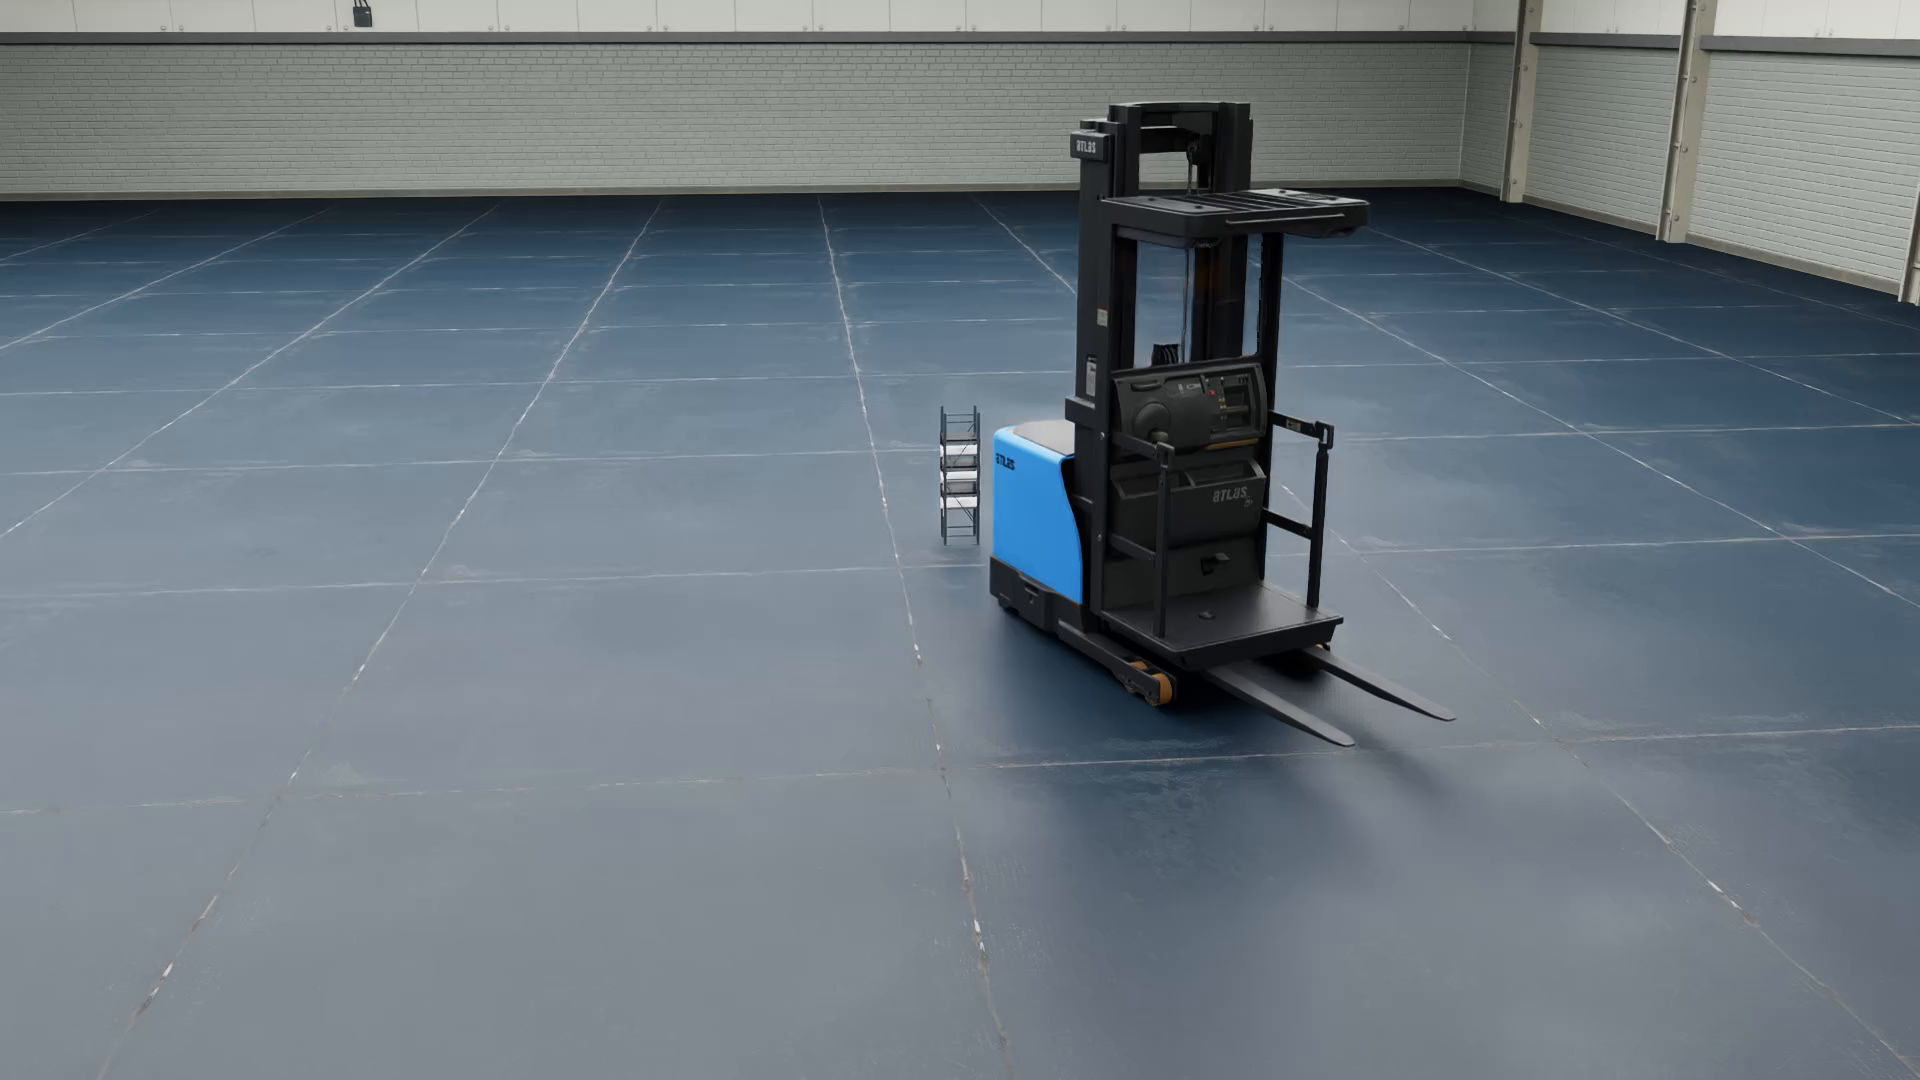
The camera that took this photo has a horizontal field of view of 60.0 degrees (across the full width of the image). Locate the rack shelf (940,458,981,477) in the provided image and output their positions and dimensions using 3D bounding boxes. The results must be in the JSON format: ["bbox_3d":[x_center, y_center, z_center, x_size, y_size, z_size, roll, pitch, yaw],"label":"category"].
[{"bbox_3d":[0.001,-0.481,11.018,0.258,0.077,0.200,-2,18,-6],"label":"rack shelf"}]

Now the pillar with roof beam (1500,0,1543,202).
[{"bbox_3d":[6.279,-10.646,30.065,9.100,9.000,0.400,-2,18,-6],"label":"pillar with roof beam"}]

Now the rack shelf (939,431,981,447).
[{"bbox_3d":[0.001,-0.653,10.964,0.258,0.077,0.200,-2,18,-6],"label":"rack shelf"}]

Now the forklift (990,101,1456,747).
[{"bbox_3d":[1.316,-0.705,8.528,1.130,2.935,3.031,-9,20,-27],"label":"forklift"}]

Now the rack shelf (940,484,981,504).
[{"bbox_3d":[0.001,-0.309,11.072,0.258,0.077,0.200,-2,18,-6],"label":"rack shelf"}]

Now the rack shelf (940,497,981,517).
[{"bbox_3d":[0.001,-0.223,11.098,0.258,0.077,0.200,-2,18,-6],"label":"rack shelf"}]

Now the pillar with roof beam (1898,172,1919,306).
[{"bbox_3d":[7.517,-7.071,18.677,9.100,9.000,0.400,-2,18,-6],"label":"pillar with roof beam"}]

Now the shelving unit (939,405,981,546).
[{"bbox_3d":[0.001,-0.427,11.035,0.258,0.900,0.210,-2,18,-6],"label":"shelving unit"}]

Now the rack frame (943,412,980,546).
[{"bbox_3d":[0.011,-0.397,10.938,0.240,0.900,0.006,-2,18,-6],"label":"rack frame"}]

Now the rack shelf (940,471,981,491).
[{"bbox_3d":[0.001,-0.395,11.045,0.258,0.077,0.200,-2,18,-6],"label":"rack shelf"}]

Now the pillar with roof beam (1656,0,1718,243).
[{"bbox_3d":[6.898,-8.859,24.371,9.100,9.000,0.400,-2,18,-6],"label":"pillar with roof beam"}]

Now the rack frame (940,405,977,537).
[{"bbox_3d":[-0.010,-0.457,11.131,0.240,0.900,0.006,-2,18,-6],"label":"rack frame"}]

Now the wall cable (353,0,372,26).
[{"bbox_3d":[-10.315,-12.636,30.725,2.305,6.003,0.169,-2,18,-6],"label":"wall cable"}]

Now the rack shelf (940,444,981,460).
[{"bbox_3d":[0.001,-0.567,10.991,0.258,0.077,0.200,-2,18,-6],"label":"rack shelf"}]
